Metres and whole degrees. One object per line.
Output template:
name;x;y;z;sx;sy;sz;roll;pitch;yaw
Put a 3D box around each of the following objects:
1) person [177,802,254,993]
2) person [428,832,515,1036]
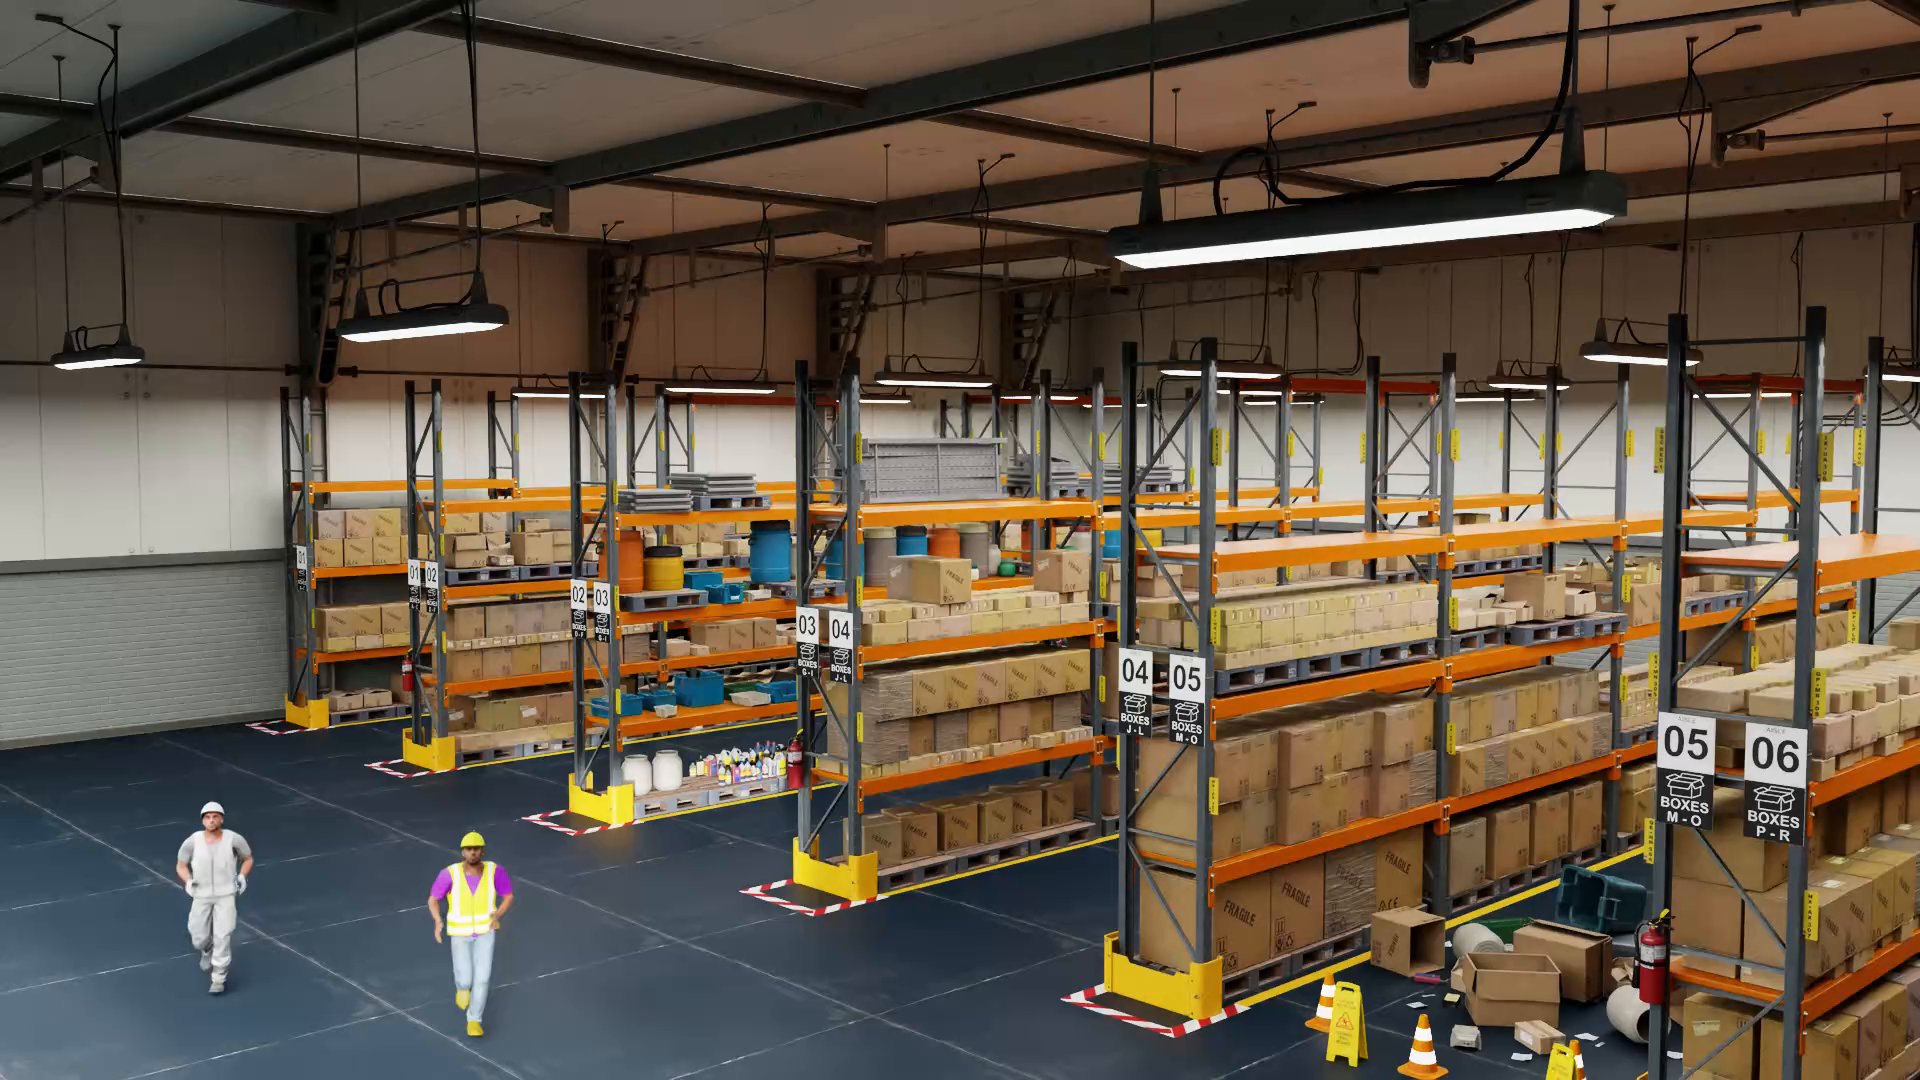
person;-6.949;3.303;15.507;0.644;1.739;0.667;-1;4;-20
person;-4.222;3.382;14.418;0.718;1.724;0.618;-1;4;-21
